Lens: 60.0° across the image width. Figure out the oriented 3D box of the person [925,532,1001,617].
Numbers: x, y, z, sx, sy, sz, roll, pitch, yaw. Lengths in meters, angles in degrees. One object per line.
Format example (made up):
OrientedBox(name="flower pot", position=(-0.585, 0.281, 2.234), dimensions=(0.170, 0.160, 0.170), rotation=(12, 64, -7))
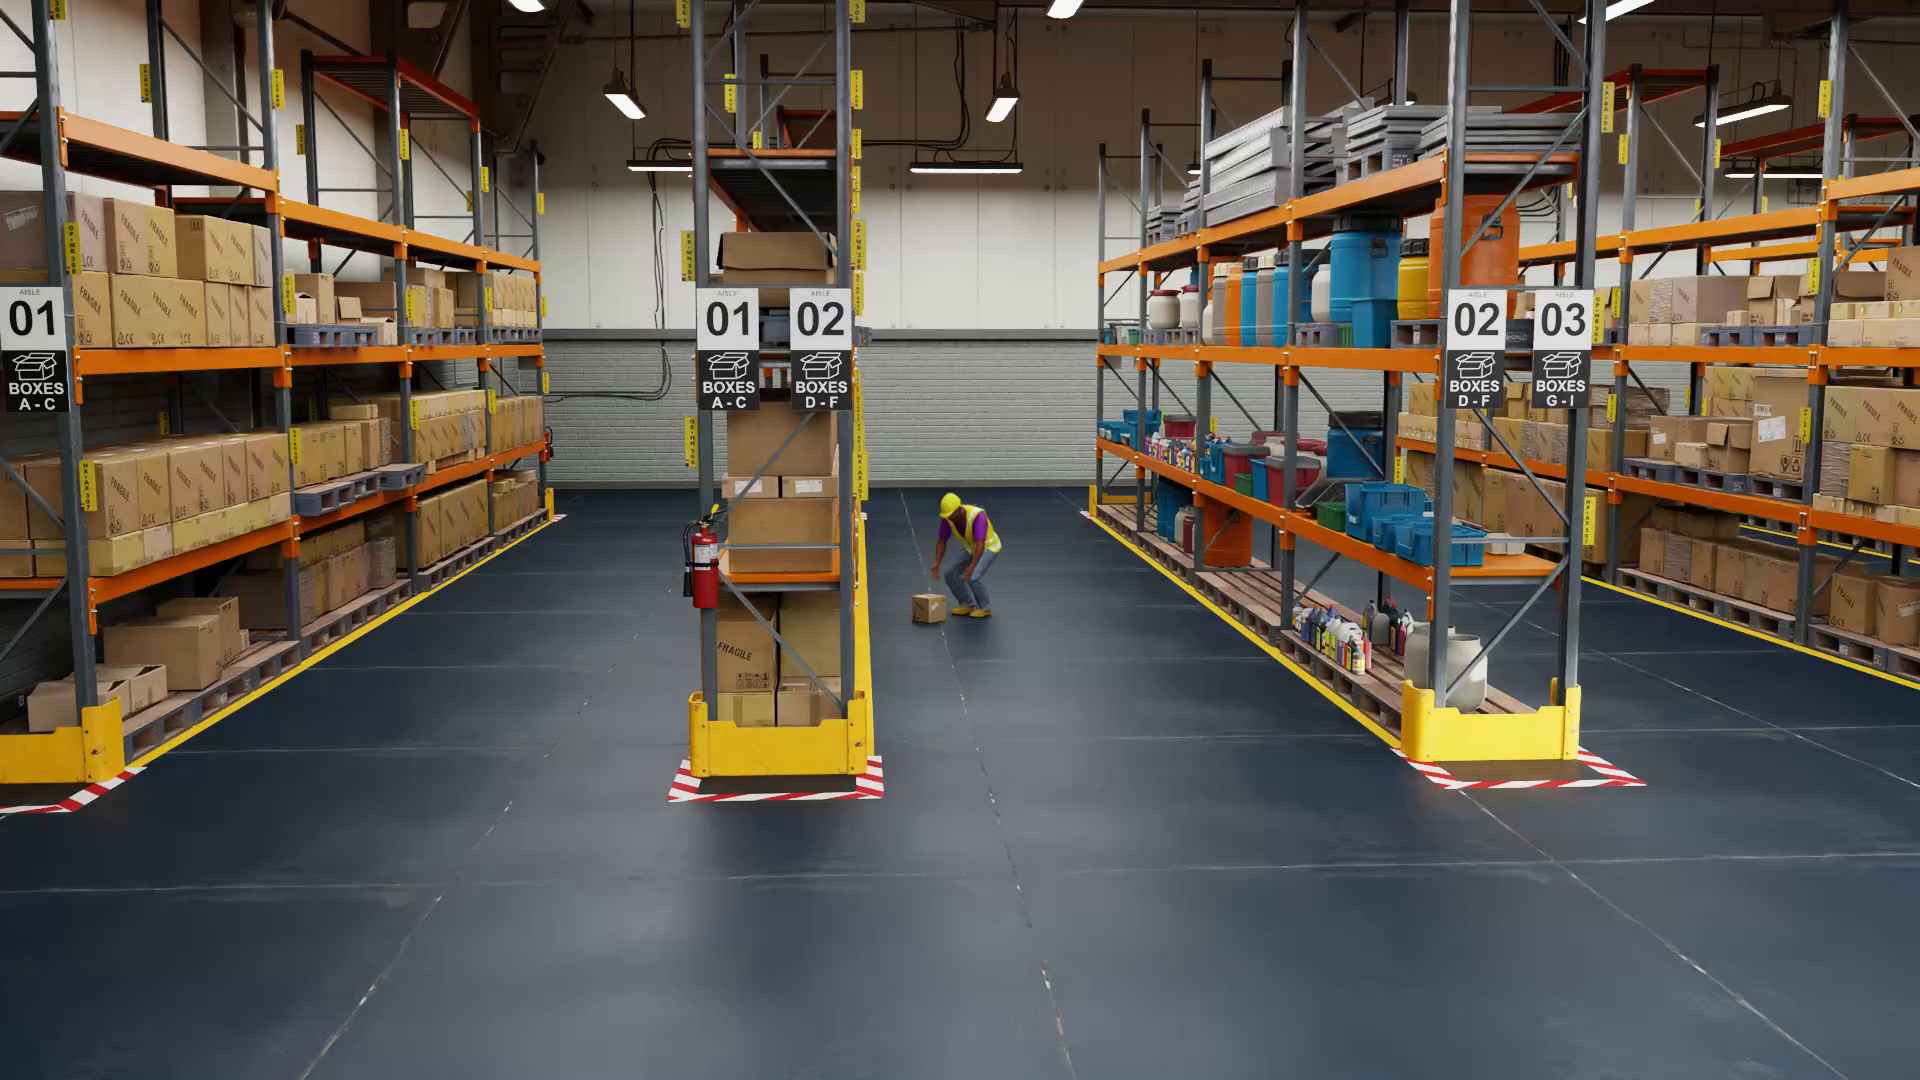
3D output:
OrientedBox(name="person", position=(0.031, 0.350, 17.309), dimensions=(0.578, 0.920, 0.926), rotation=(7, 9, 44))
